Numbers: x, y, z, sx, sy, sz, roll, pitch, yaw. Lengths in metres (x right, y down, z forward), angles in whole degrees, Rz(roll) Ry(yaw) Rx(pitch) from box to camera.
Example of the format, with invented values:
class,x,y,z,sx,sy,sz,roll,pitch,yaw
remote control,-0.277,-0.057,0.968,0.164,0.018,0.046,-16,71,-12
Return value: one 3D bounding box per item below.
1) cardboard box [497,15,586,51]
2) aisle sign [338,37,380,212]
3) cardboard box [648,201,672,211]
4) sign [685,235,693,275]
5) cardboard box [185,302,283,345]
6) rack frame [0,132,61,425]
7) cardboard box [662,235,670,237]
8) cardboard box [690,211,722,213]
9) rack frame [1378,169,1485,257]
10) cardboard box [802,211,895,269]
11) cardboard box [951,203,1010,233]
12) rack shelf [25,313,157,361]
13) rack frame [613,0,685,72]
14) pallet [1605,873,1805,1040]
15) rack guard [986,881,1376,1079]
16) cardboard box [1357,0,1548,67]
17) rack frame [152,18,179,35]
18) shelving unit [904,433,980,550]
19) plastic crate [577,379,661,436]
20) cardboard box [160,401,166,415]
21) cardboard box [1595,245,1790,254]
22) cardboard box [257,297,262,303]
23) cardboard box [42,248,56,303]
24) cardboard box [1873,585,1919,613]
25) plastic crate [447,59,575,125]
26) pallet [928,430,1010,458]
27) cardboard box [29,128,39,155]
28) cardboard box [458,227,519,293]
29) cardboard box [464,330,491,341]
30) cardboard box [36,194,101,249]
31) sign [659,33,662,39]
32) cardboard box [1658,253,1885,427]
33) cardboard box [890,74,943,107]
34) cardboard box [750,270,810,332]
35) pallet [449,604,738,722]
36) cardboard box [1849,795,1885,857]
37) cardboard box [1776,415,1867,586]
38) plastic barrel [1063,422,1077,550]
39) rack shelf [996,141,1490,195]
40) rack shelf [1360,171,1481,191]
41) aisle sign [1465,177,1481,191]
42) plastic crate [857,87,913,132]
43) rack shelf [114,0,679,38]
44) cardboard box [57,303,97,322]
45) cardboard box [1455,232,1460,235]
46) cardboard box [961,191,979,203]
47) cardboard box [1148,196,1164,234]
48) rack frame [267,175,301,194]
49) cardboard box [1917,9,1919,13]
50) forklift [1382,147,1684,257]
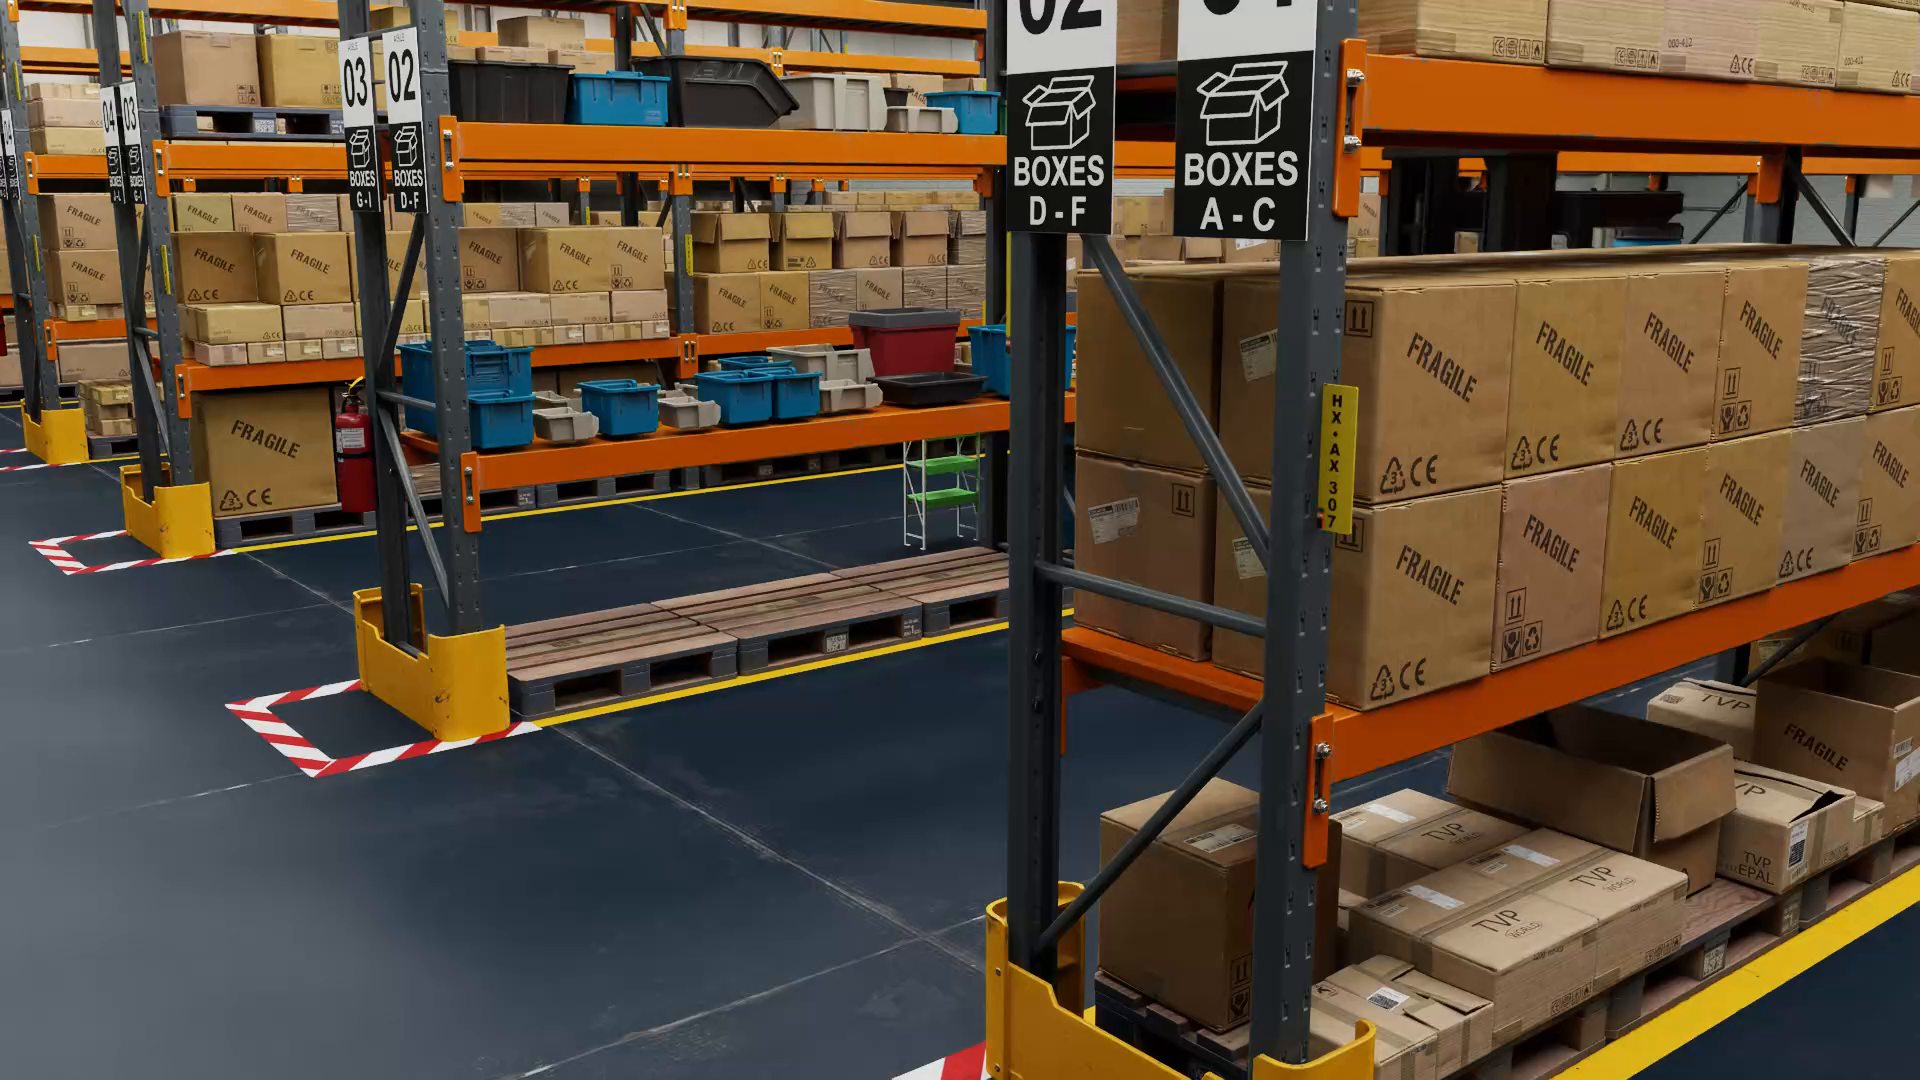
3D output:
class,x,y,z,sx,sy,sz,roll,pitch,yaw
cardboard box,-3.312,-3.985,13.156,0.500,0.250,0.500,-11,16,-41
aisle sign,-2.842,-1.956,7.862,0.004,0.787,0.394,-9,15,-38
cardboard box,-4.539,-5.070,25.256,0.250,0.149,0.380,-10,16,-40
sign,-2.225,-2.341,13.658,0.005,0.325,0.100,-9,15,-38
cardboard box,-5.153,-1.540,11.807,0.500,0.250,0.500,-10,16,-39
rack frame,-8.716,-2.267,15.585,0.127,3.000,1.000,-9,15,-38
cardboard box,-3.561,-3.550,19.786,0.250,0.149,0.380,-10,16,-40
cardboard box,-3.936,-4.718,25.160,0.500,0.500,0.500,-10,16,-40
rack frame,3.644,-1.685,12.840,0.127,3.000,1.000,-9,15,-38
cardboard box,-1.061,-2.763,15.264,0.637,0.503,0.797,-9,15,-36
cardboard box,0.270,-4.297,22.496,0.500,0.500,0.700,-10,15,-39
rack shelf,-7.155,-2.175,16.882,4.000,0.370,1.077,-9,15,-38
rack frame,-2.573,-4.903,13.556,0.127,3.000,1.000,-9,15,-38
pallet,2.122,1.251,5.731,1.213,0.211,1.003,-9,15,-38
rack guard,0.548,1.370,4.472,0.348,0.500,1.175,-9,15,-38
cardboard box,1.049,-1.262,3.990,0.500,0.250,0.500,-9,15,-38
rack frame,-11.868,-7.315,24.915,0.127,3.000,1.000,-9,15,-38
shelving unit,-0.129,-0.565,11.903,0.503,1.200,0.258,-9,15,-38
plastic crate,-1.690,-0.658,8.265,0.300,0.233,0.416,-9,15,-38
cardboard box,-7.762,-1.323,16.272,0.250,0.149,0.380,-9,15,-37
cardboard box,2.666,-0.817,6.107,0.500,0.500,0.500,-10,16,-39
cardboard box,-5.088,-1.694,12.528,0.500,0.250,0.500,-10,15,-39
cardboard box,-8.526,-2.562,16.015,0.500,0.500,0.500,-9,15,-37
cardboard box,4.210,0.473,7.640,0.500,0.500,0.500,-9,15,-37
plastic crate,-2.128,-2.055,7.676,0.590,0.269,0.497,-9,15,-38
pallet,-0.113,-1.034,16.489,1.213,0.211,1.003,-9,15,-38
cardboard box,-8.526,-3.763,15.769,0.500,0.250,0.500,-10,15,-39
cardboard box,-3.900,-2.256,13.372,0.500,0.500,0.500,-10,16,-39
cardboard box,-3.809,-1.554,12.829,0.250,0.149,0.380,-9,15,-37
cardboard box,-8.514,-3.051,15.910,0.500,0.500,0.500,-10,15,-39
sign,-5.273,-8.763,29.291,0.005,0.325,0.100,-9,15,-38
cardboard box,2.587,-0.660,5.366,0.500,0.500,0.500,-9,15,-37
cardboard box,-0.500,-3.992,15.236,0.500,0.500,0.500,-8,15,-35
cardboard box,-1.666,-2.102,14.567,0.500,0.500,0.500,-9,15,-38
pallet,-1.934,0.617,8.716,1.213,0.211,1.003,-9,15,-38
cardboard box,3.089,0.996,6.021,0.250,0.149,0.380,-9,15,-38
cardboard box,2.581,-0.170,5.467,0.500,0.500,0.500,-9,15,-36
plastic barrel,0.956,-0.412,10.890,0.708,0.901,0.600,-9,15,-38
rack shelf,2.083,-2.540,11.381,4.000,0.370,1.077,-9,15,-38
rack shelf,5.235,-4.382,20.053,4.000,0.370,1.077,-9,15,-38
aisle sign,6.658,-4.854,21.509,0.004,0.787,0.394,-9,15,-38
plastic crate,-0.620,-2.452,9.548,0.590,0.269,0.497,-9,15,-38
rack shelf,-4.135,-4.096,12.450,4.000,0.370,1.077,-9,15,-38
cardboard box,-8.259,-2.133,15.559,0.250,0.149,0.380,-10,15,-38
cardboard box,5.743,-3.968,20.229,0.500,0.500,0.500,-9,15,-38
cardboard box,-0.056,-5.651,28.154,0.500,0.500,0.700,-9,15,-37
cardboard box,2.569,-4.766,24.393,0.550,0.550,0.875,-9,15,-38
rack frame,-8.764,-3.576,21.749,0.127,3.000,1.000,-9,15,-38
cardboard box,3.010,-1.829,5.455,0.500,0.250,0.500,-9,15,-38
forklift,3.129,-0.860,9.122,3.031,2.935,1.130,-6,13,-26
